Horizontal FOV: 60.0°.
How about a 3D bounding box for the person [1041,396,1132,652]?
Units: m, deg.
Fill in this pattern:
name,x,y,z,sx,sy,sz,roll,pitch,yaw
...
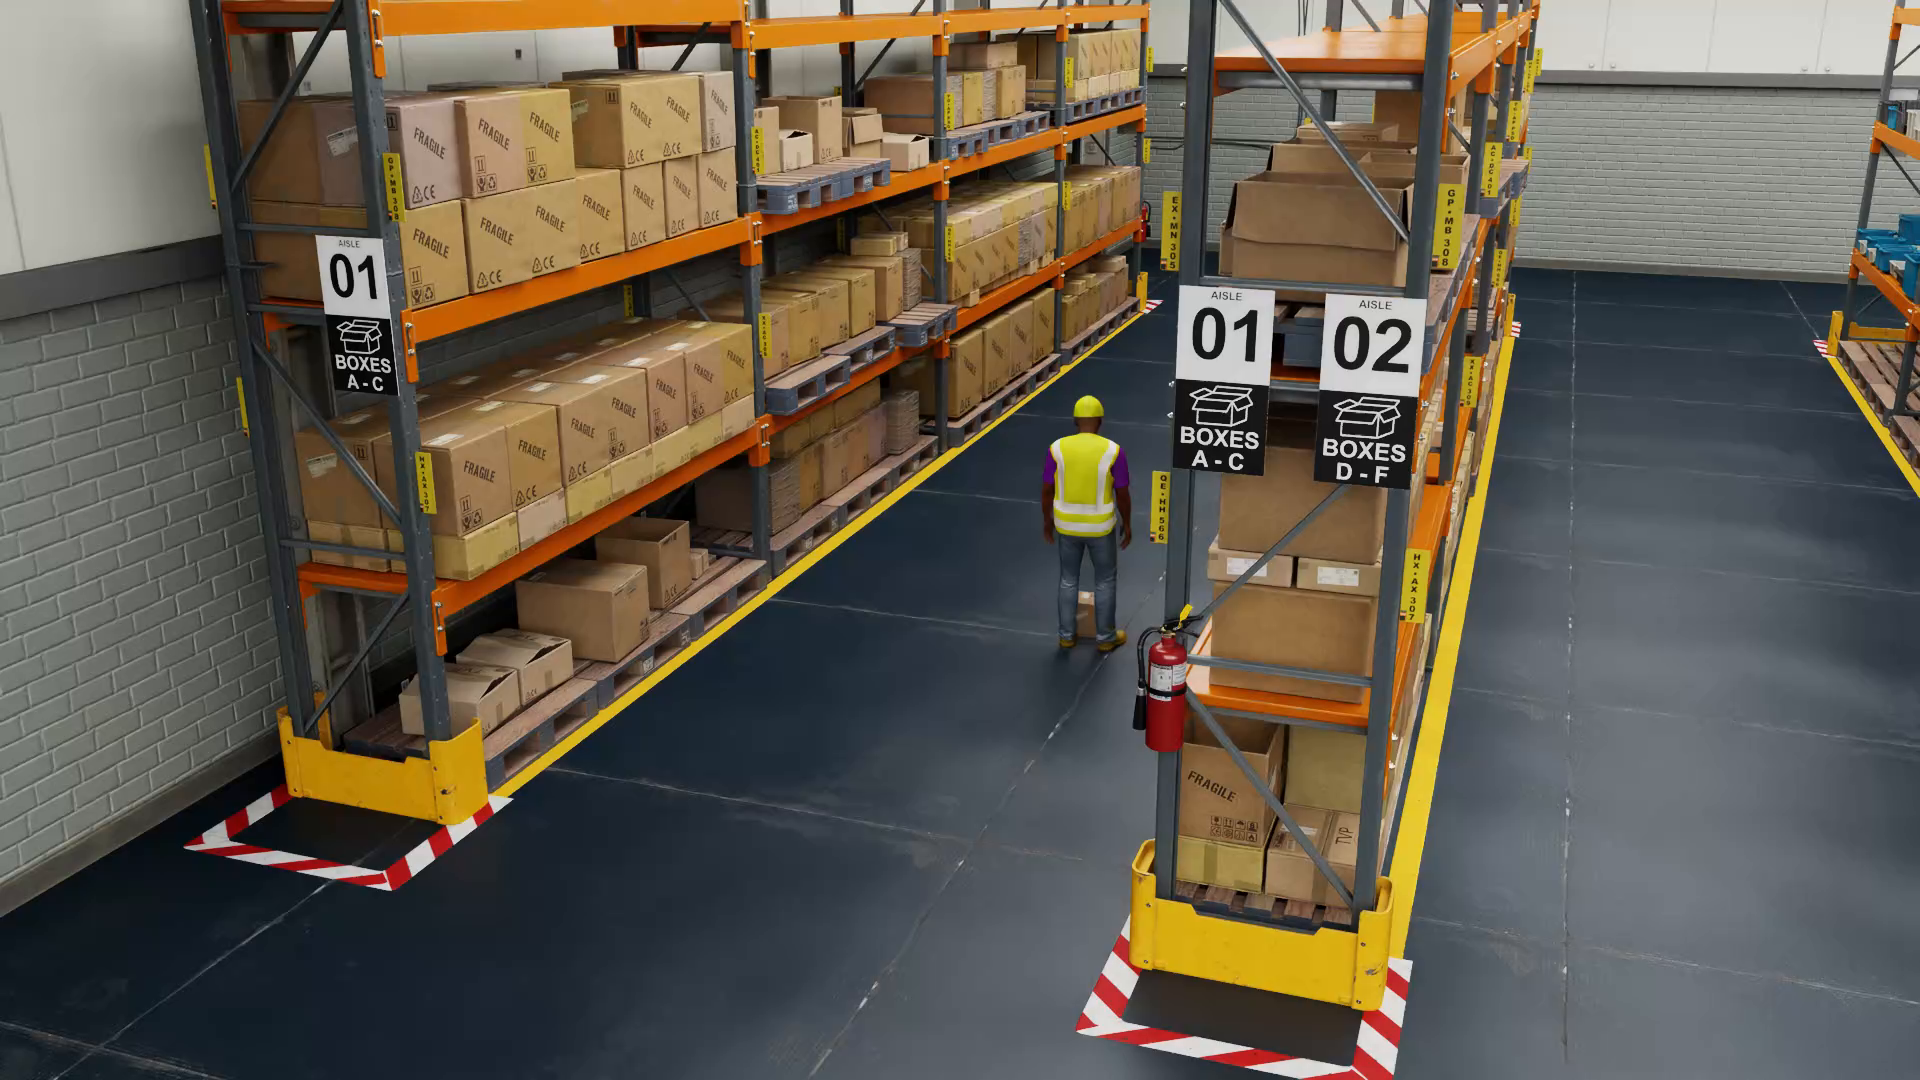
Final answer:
name,x,y,z,sx,sy,sz,roll,pitch,yaw
person,0.867,-0.112,11.372,0.621,1.756,0.461,6,19,16
